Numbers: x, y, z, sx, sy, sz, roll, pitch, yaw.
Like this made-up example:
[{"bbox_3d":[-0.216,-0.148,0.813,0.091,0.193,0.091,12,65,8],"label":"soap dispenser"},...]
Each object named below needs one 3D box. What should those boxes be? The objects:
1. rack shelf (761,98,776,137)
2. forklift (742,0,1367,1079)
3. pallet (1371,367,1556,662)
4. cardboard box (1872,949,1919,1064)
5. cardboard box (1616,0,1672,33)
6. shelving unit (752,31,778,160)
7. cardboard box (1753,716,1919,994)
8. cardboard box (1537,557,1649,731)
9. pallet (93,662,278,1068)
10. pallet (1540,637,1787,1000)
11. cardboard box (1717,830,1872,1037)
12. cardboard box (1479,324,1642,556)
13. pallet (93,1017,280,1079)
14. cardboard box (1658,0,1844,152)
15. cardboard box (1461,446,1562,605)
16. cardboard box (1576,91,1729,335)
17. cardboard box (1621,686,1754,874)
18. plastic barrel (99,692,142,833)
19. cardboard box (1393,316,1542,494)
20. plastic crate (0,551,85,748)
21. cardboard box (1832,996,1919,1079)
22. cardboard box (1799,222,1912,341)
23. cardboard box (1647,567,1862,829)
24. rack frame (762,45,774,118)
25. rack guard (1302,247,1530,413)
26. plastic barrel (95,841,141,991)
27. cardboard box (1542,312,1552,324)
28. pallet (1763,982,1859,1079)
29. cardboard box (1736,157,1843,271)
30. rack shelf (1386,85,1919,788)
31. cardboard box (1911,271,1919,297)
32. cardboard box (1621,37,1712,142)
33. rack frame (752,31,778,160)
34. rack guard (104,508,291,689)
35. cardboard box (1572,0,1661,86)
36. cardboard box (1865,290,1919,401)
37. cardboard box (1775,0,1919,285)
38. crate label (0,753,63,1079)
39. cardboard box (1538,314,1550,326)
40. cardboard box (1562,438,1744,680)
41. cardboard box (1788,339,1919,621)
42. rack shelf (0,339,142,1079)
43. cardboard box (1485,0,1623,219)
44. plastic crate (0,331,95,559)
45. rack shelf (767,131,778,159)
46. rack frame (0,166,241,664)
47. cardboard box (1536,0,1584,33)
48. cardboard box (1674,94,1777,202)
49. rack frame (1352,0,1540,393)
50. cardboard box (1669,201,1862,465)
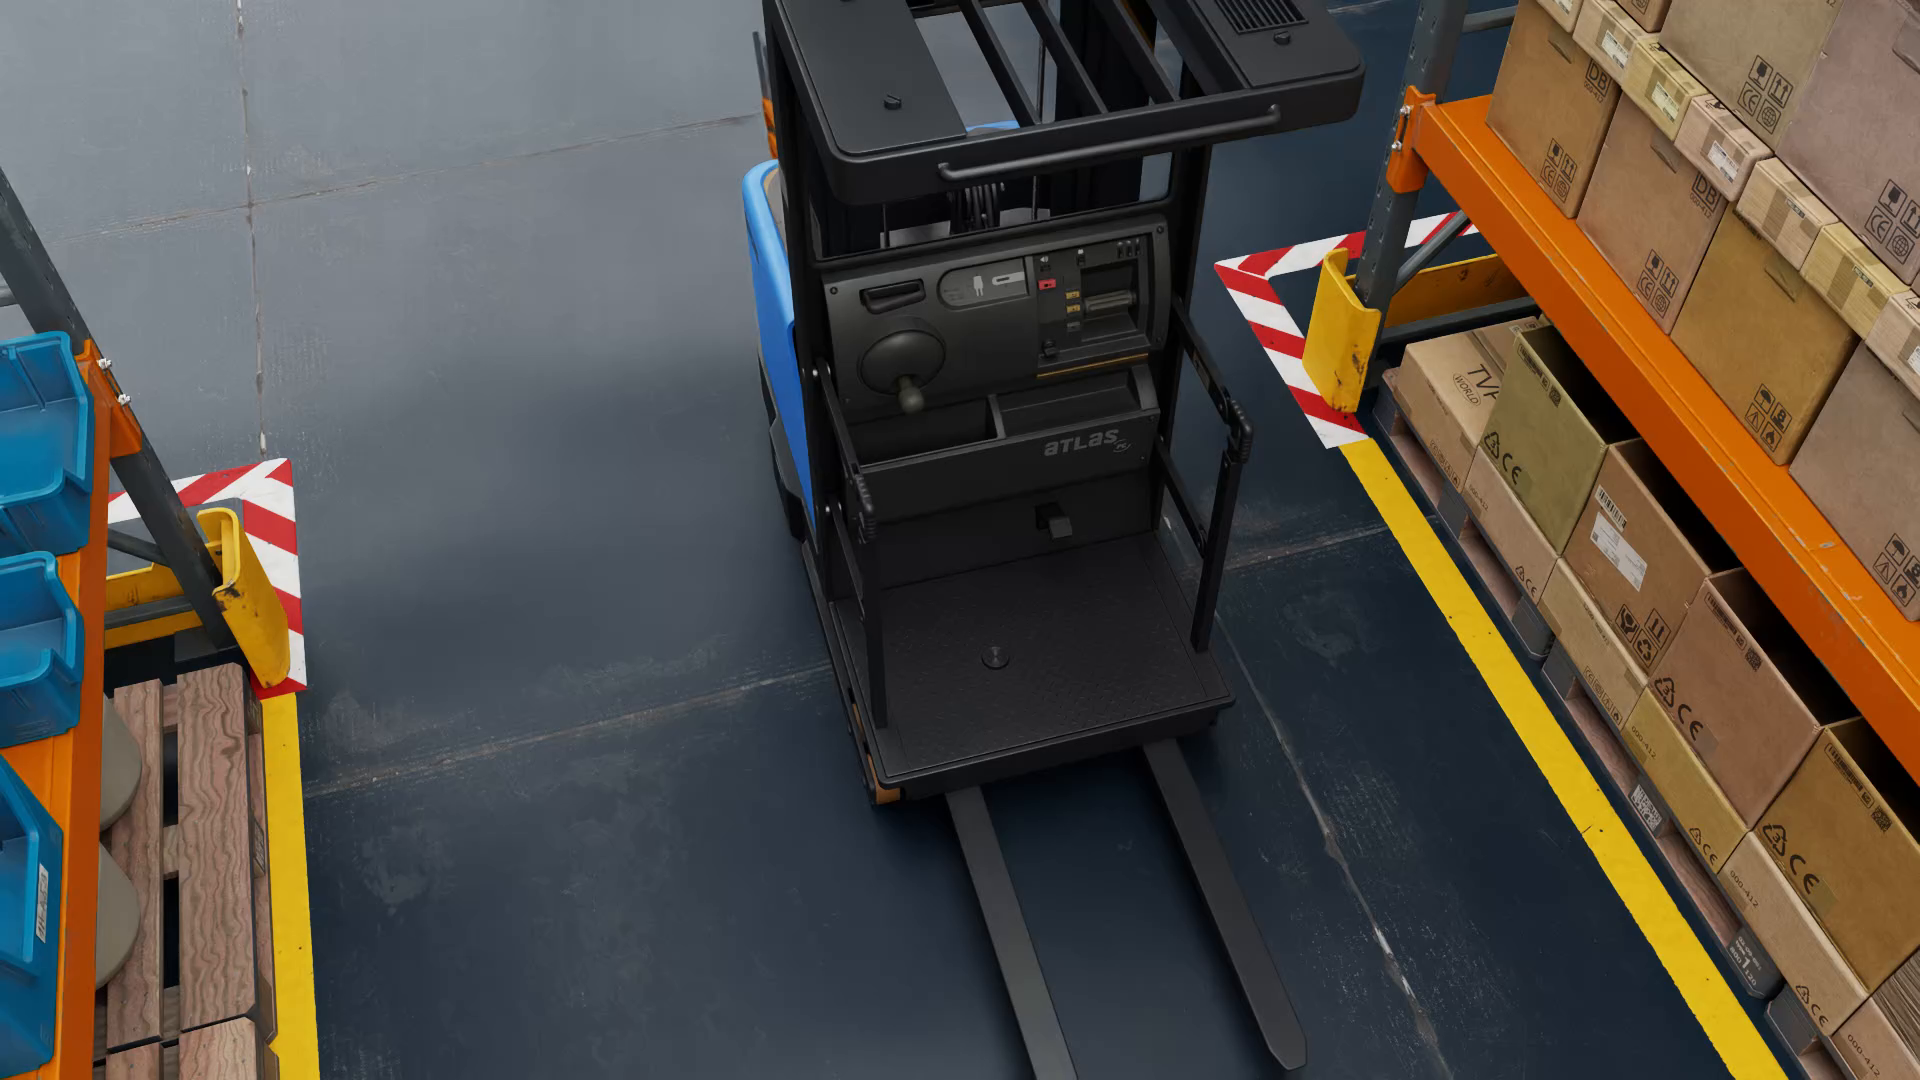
[{"bbox_3d":[-0.549,-1.495,5.830,0.258,0.103,0.180,-14,34,-11],"label":"rack shelf"},{"bbox_3d":[0.169,-0.485,4.242,1.130,2.935,3.031,-12,51,-10],"label":"forklift"},{"bbox_3d":[2.165,-0.215,5.793,1.003,0.211,1.213,-13,51,-11],"label":"pallet"},{"bbox_3d":[2.599,1.111,3.885,0.500,0.500,0.500,-13,51,-11],"label":"cardboard box"},{"bbox_3d":[2.041,-1.730,4.333,0.700,0.500,0.500,-13,51,-11],"label":"cardboard box"},{"bbox_3d":[-0.520,-1.231,6.002,0.258,1.200,0.189,-14,34,-11],"label":"shelving unit"},{"bbox_3d":[2.448,0.747,4.192,0.500,0.500,0.500,-13,51,-11],"label":"cardboard box"},{"bbox_3d":[2.144,0.260,5.093,0.500,0.250,0.500,-13,51,-11],"label":"cardboard box"},{"bbox_3d":[-2.531,0.993,4.775,1.003,0.211,1.213,-13,51,-11],"label":"pallet"},{"bbox_3d":[2.522,0.675,5.043,1.003,0.211,1.213,-13,51,-11],"label":"pallet"},{"bbox_3d":[2.436,0.991,4.476,0.500,0.250,0.500,-13,51,-11],"label":"cardboard box"},{"bbox_3d":[1.995,-0.347,5.114,0.500,0.500,0.500,-13,51,-11],"label":"cardboard box"},{"bbox_3d":[-2.174,1.882,4.025,1.003,0.211,1.213,-13,51,-11],"label":"pallet"},{"bbox_3d":[2.201,-1.348,4.010,0.700,0.500,0.500,-15,51,-12],"label":"cardboard box"},{"bbox_3d":[1.997,-0.105,5.401,0.500,0.250,0.500,-13,51,-11],"label":"cardboard box"},{"bbox_3d":[2.185,-0.968,4.539,0.700,0.500,0.500,-12,51,-10],"label":"cardboard box"},{"bbox_3d":[2.287,0.626,4.784,0.500,0.250,0.500,-13,51,-11],"label":"cardboard box"},{"bbox_3d":[-2.566,0.585,4.648,0.421,0.512,0.421,0,50,0],"label":"plastic barrel"},{"bbox_3d":[1.845,-0.470,5.708,0.500,0.250,0.500,-13,51,-11],"label":"cardboard box"},{"bbox_3d":[-2.213,0.276,3.653,0.499,0.251,0.408,-13,51,-11],"label":"plastic crate"},{"bbox_3d":[2.598,1.353,4.171,0.500,0.250,0.500,-13,51,-11],"label":"cardboard box"},{"bbox_3d":[2.192,-0.628,3.828,0.380,0.149,0.250,-14,51,-11],"label":"cardboard box"},{"bbox_3d":[2.286,0.385,4.497,0.500,0.500,0.500,-13,51,-11],"label":"cardboard box"},{"bbox_3d":[-0.494,-1.185,5.927,0.240,1.200,0.006,-14,34,-11],"label":"rack frame"},{"bbox_3d":[1.892,-0.874,6.160,1.175,0.500,0.348,-13,51,-11],"label":"rack guard"},{"bbox_3d":[-2.418,0.951,4.339,0.421,0.512,0.421,0,50,0],"label":"plastic barrel"},{"bbox_3d":[2.342,-0.829,5.520,0.500,0.500,0.500,-13,51,-11],"label":"cardboard box"},{"bbox_3d":[2.887,1.567,4.291,1.003,0.211,1.213,-13,51,-11],"label":"pallet"},{"bbox_3d":[2.116,-0.815,3.985,0.380,0.149,0.250,-15,51,-12],"label":"cardboard box"},{"bbox_3d":[2.491,0.030,4.233,1.077,0.370,4.000,-13,51,-11],"label":"rack shelf"},{"bbox_3d":[2.499,-0.614,3.392,0.700,0.500,0.500,-13,51,-11],"label":"cardboard box"},{"bbox_3d":[1.963,-1.194,4.305,0.380,0.149,0.250,-13,51,-11],"label":"cardboard box"},{"bbox_3d":[-0.546,-1.277,6.076,0.240,1.200,0.006,-14,34,-11],"label":"rack frame"},{"bbox_3d":[-2.766,0.305,5.166,1.175,0.500,0.348,-13,51,-11],"label":"rack guard"},{"bbox_3d":[1.890,-1.376,4.459,0.380,0.149,0.250,-15,51,-12],"label":"cardboard box"},{"bbox_3d":[2.263,-0.446,3.674,0.380,0.149,0.250,-13,51,-11],"label":"cardboard box"},{"bbox_3d":[2.351,-0.980,3.700,0.700,0.500,0.500,-13,51,-11],"label":"cardboard box"},{"bbox_3d":[-2.031,0.726,3.153,0.502,0.435,0.616,-13,51,-11],"label":"crate label"},{"bbox_3d":[2.340,-0.587,5.807,0.500,0.250,0.500,-13,51,-11],"label":"cardboard box"},{"bbox_3d":[2.155,0.016,4.808,0.500,0.500,0.500,-13,51,-11],"label":"cardboard box"},{"bbox_3d":[2.485,-0.221,3.909,0.700,0.500,0.500,-12,51,-10],"label":"cardboard box"},{"bbox_3d":[-2.242,1.147,3.291,1.077,0.370,4.000,-13,51,-11],"label":"rack shelf"},{"bbox_3d":[2.025,-1.351,4.862,0.700,0.500,0.500,-13,51,-11],"label":"cardboard box"},{"bbox_3d":[-2.400,-0.199,4.054,0.499,0.251,0.616,-13,51,-11],"label":"plastic crate"},{"bbox_3d":[-0.538,-1.394,5.895,0.258,0.103,0.180,-14,34,-11],"label":"rack shelf"},{"bbox_3d":[-2.834,-0.545,4.248,1.000,3.000,0.127,-13,51,-11],"label":"rack frame"},{"bbox_3d":[1.809,-1.569,4.621,0.380,0.149,0.250,-14,51,-11],"label":"cardboard box"},{"bbox_3d":[2.035,-1.009,4.149,0.380,0.149,0.250,-14,51,-12],"label":"cardboard box"},{"bbox_3d":[1.899,-1.663,5.190,1.000,3.000,0.127,-13,51,-11],"label":"rack frame"},{"bbox_3d":[2.326,-0.604,4.232,0.700,0.500,0.500,-13,51,-11],"label":"cardboard box"}]
